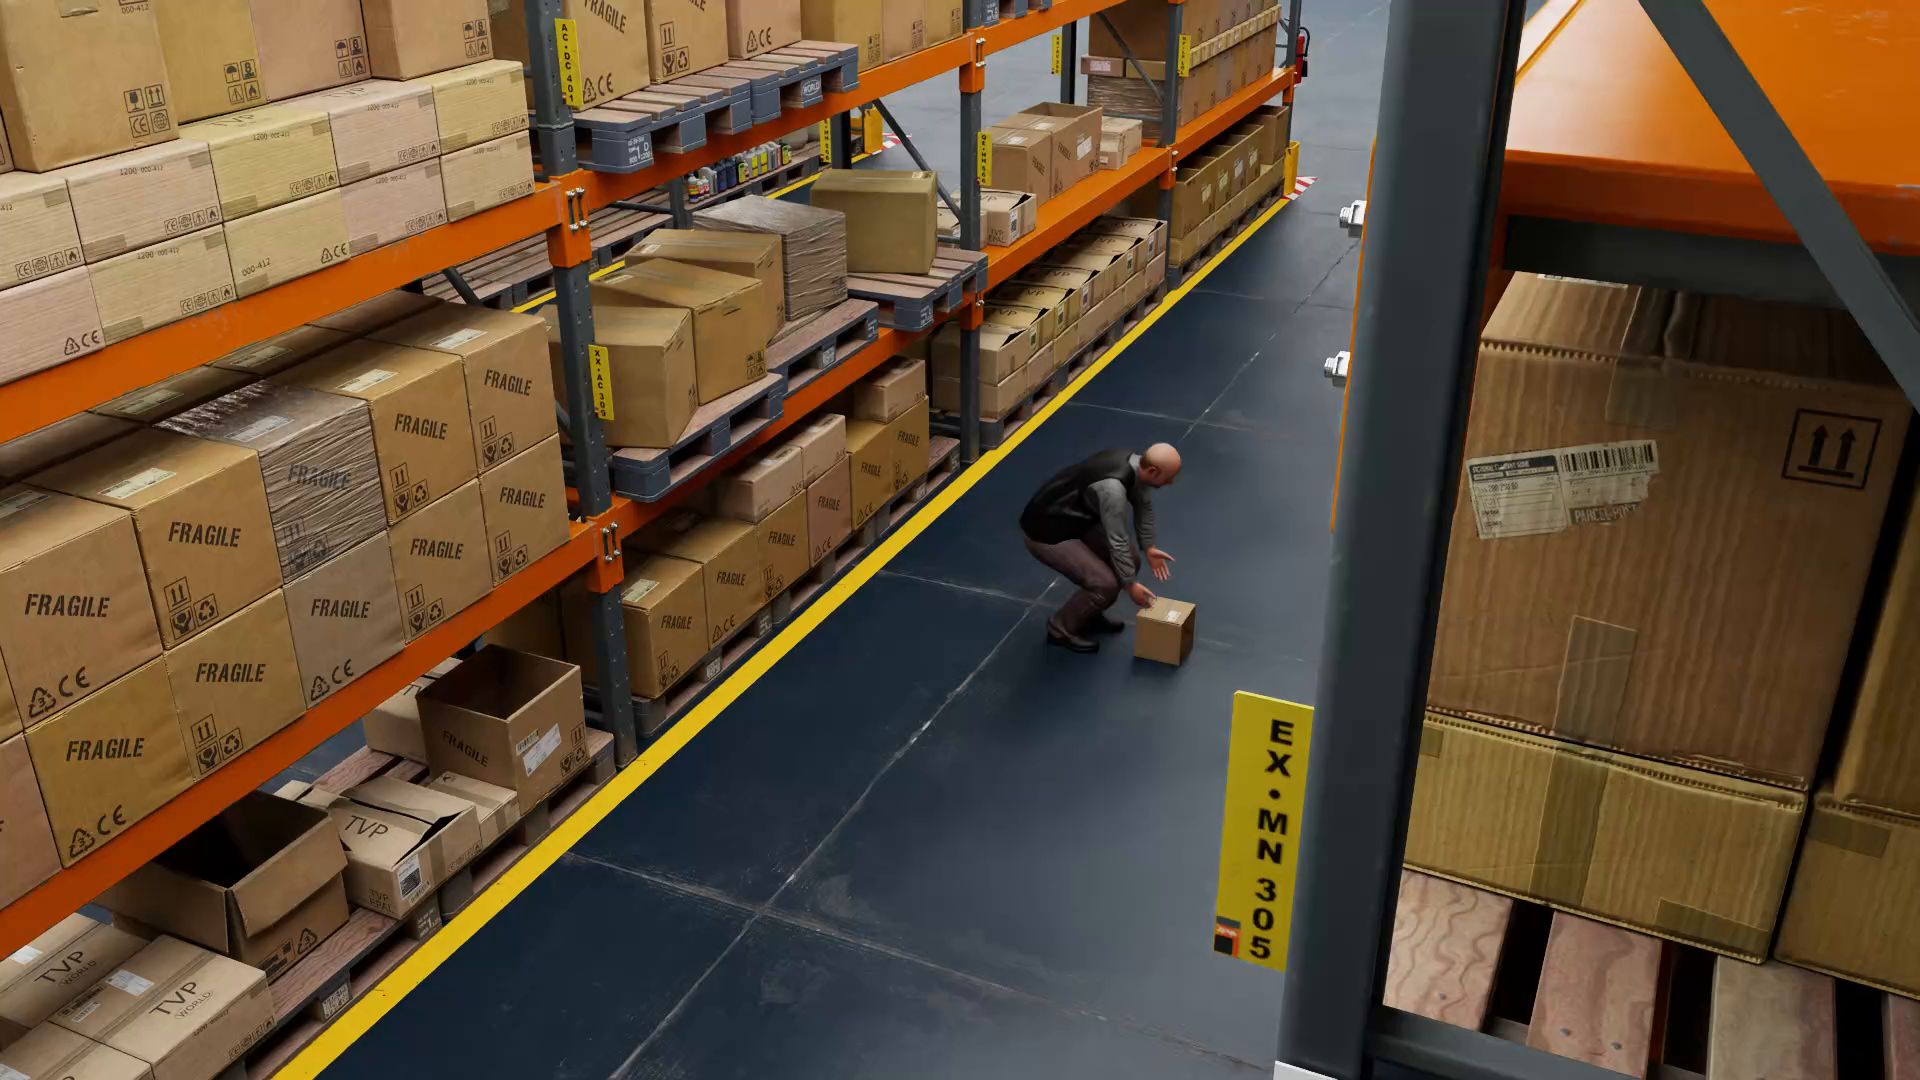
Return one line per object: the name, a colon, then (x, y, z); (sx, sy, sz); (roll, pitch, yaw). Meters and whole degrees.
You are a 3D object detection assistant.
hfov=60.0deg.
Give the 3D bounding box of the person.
person: (0.745, 0.026, 8.825); (0.814, 1.079, 0.573); (11, 28, 22)
